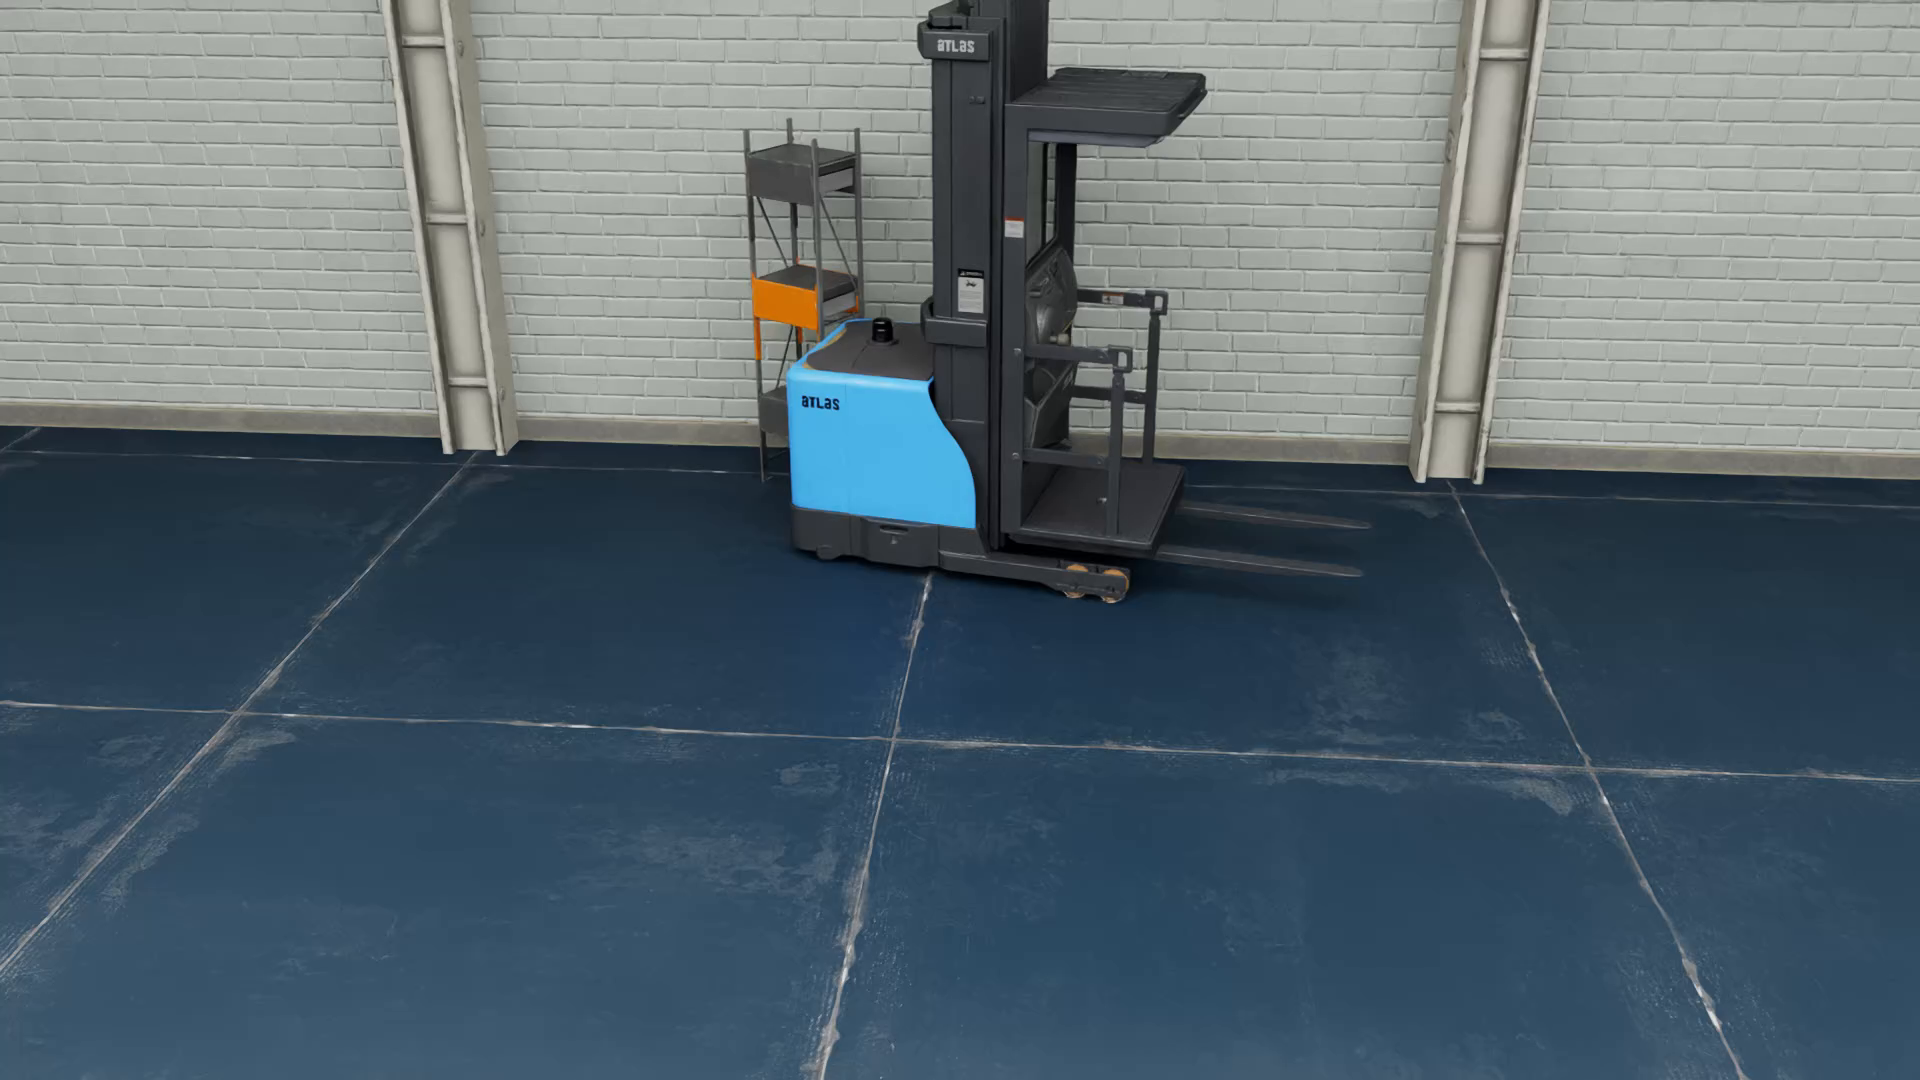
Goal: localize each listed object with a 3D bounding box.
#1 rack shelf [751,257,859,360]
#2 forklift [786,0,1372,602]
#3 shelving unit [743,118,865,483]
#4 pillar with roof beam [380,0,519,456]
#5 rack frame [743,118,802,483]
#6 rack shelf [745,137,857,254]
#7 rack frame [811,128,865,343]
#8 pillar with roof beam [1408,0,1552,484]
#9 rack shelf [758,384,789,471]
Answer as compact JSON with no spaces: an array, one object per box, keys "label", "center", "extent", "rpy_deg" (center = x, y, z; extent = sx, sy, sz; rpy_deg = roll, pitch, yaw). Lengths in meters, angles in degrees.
[{"label":"rack shelf","center":[-0.872,-1.296,9.587],"extent":[0.480,0.518,0.431],"rpy_deg":[16,29,32]},{"label":"forklift","center":[0.656,-1.258,8.479],"extent":[3.031,2.935,1.130],"rpy_deg":[7,26,15]},{"label":"shelving unit","center":[-0.872,-1.308,9.582],"extent":[0.503,2.100,0.431],"rpy_deg":[16,29,32]},{"label":"pillar with roof beam","center":[-3.360,-2.891,4.767],"extent":[0.400,9.000,9.100],"rpy_deg":[2,25,4]},{"label":"rack frame","center":[-1.072,-1.367,9.709],"extent":[0.015,2.100,0.400],"rpy_deg":[16,29,32]},{"label":"rack shelf","center":[-0.872,-1.932,9.295],"extent":[0.480,0.518,0.431],"rpy_deg":[16,29,32]},{"label":"rack frame","center":[-0.673,-1.250,9.454],"extent":[0.015,2.100,0.400],"rpy_deg":[16,29,32]},{"label":"pillar with roof beam","center":[2.622,-2.699,4.350],"extent":[0.400,9.000,9.100],"rpy_deg":[2,25,4]},{"label":"rack shelf","center":[-0.872,-0.660,9.880],"extent":[0.480,0.518,0.431],"rpy_deg":[16,29,32]}]
